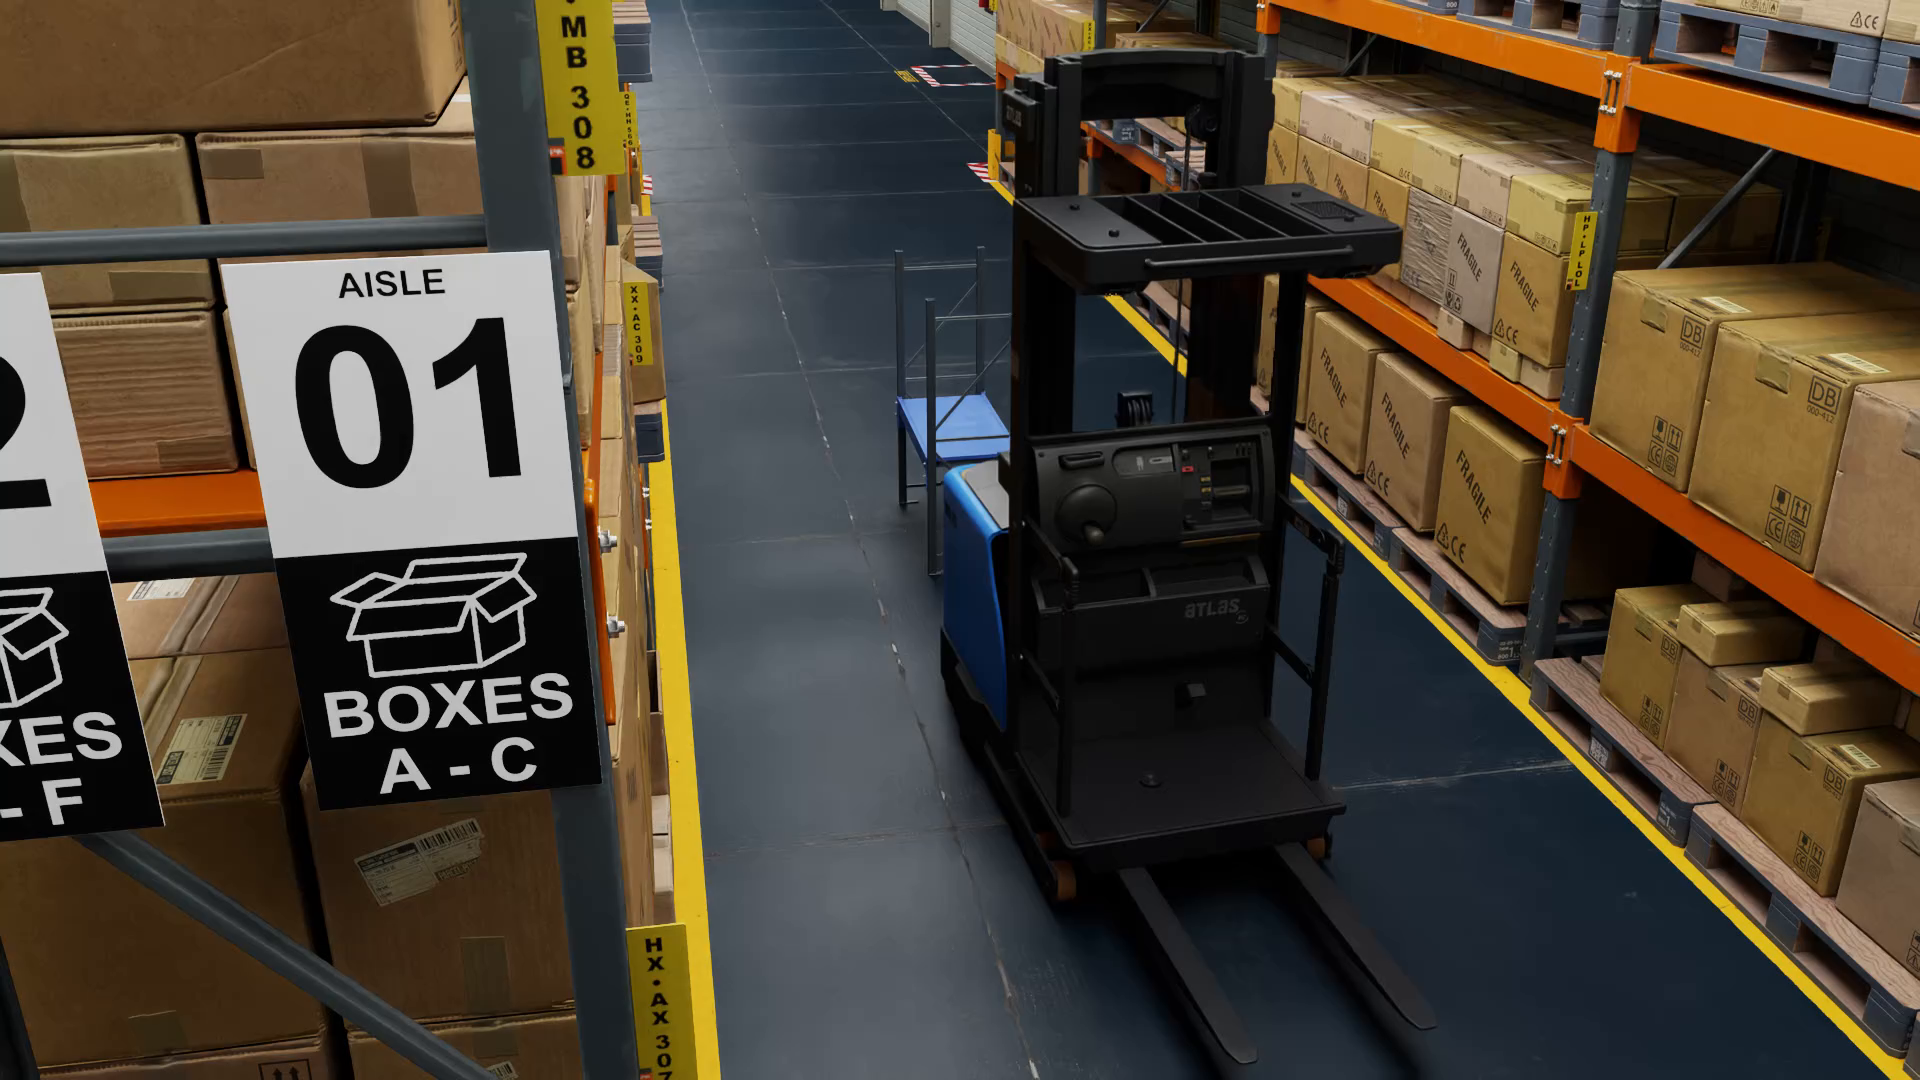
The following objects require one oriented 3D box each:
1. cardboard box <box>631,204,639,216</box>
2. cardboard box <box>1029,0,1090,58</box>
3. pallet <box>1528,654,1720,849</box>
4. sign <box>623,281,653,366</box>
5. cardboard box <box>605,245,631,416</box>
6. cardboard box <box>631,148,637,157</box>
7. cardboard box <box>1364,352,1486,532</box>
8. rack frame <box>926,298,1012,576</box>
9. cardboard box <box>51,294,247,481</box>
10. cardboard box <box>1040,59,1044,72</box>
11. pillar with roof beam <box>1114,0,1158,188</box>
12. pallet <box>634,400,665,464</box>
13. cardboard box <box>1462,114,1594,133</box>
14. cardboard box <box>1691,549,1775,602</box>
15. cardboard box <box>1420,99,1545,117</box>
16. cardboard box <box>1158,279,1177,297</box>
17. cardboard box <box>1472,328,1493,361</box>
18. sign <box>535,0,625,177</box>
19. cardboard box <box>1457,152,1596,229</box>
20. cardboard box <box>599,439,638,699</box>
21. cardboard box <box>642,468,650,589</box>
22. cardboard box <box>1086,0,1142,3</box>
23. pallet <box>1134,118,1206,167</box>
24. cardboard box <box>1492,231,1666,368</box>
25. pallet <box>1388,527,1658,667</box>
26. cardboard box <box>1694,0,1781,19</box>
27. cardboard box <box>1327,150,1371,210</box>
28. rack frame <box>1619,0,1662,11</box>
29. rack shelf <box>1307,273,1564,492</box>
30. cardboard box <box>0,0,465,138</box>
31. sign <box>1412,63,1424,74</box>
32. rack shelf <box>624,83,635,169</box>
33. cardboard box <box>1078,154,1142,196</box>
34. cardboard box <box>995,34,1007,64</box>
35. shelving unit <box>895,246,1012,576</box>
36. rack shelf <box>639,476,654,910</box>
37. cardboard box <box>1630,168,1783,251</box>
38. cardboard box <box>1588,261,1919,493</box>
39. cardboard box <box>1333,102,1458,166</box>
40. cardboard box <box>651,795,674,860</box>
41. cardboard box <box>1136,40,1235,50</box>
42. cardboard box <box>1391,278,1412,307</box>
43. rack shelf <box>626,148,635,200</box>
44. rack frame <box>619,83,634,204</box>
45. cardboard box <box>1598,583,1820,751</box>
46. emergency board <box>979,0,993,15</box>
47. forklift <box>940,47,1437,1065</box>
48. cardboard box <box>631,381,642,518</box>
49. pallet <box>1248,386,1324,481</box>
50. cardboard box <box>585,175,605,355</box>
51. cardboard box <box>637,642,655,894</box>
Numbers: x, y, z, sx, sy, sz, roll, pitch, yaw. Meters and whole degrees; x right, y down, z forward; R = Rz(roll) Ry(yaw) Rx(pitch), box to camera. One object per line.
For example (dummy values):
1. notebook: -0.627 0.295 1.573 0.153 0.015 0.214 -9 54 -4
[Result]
1. cardboard box: -2.878 -2.577 13.612 0.500 0.311 0.500 -4 24 -10
2. cardboard box: 0.964 -4.940 16.038 0.500 0.500 0.500 -4 24 -8
3. pallet: 3.176 0.836 7.072 1.003 0.211 1.213 -4 24 -10
4. sign: -1.224 -0.818 6.295 0.100 0.325 0.005 -4 24 -10
5. cardboard box: -1.408 -0.703 5.737 0.500 0.500 0.500 -4 24 -9
6. cardboard box: -3.113 -3.203 14.810 0.500 0.500 0.500 -4 24 -10
7. cardboard box: 2.697 -0.549 8.921 0.750 0.750 0.750 -4 24 -8
8. rack frame: 0.078 -0.521 8.569 0.500 1.500 0.032 -4 24 -10
9. cardboard box: -1.370 -0.294 2.614 0.500 0.250 0.500 -4 24 -10
10. cardboard box: 1.055 -4.391 15.718 0.500 0.250 0.500 -4 24 -10
11. pillar with roof beam: -2.358 -7.686 15.605 9.100 9.000 0.400 -4 24 -10
12. pallet: -1.796 -0.613 7.146 1.003 0.211 1.213 -4 24 -10
13. cardboard box: 2.990 -2.089 8.828 0.500 0.250 0.500 -5 24 -11
14. cardboard box: 3.318 0.139 6.971 0.380 0.149 0.250 -4 24 -10
15. cardboard box: 2.895 -2.290 9.286 0.500 0.250 0.500 -5 24 -11
16. cardboard box: 1.984 -2.258 13.246 0.700 0.500 0.500 -4 24 -9
17. cardboard box: 2.698 -0.955 7.979 0.380 0.149 0.250 -4 24 -8
18. sign: -0.483 -0.621 2.083 0.100 0.325 0.005 -4 24 -10
19. cardboard box: 2.689 -1.648 7.817 0.500 0.250 0.500 -4 24 -9
20. cardboard box: -1.031 0.095 3.912 0.500 0.500 0.500 -4 24 -9
21. cardboard box: -1.800 -0.049 8.188 0.500 0.500 0.500 -4 24 -9
22. cardboard box: 1.465 -4.981 16.133 0.500 0.500 0.500 -4 24 -9
23. pallet: 1.966 -3.008 12.628 1.003 0.211 1.213 -4 24 -10
24. cardboard box: 2.779 -1.101 7.501 0.500 0.500 0.500 -5 24 -11
25. pallet: 2.895 0.233 8.452 1.003 0.211 1.213 -4 24 -10
26. cardboard box: 2.981 -1.999 5.870 0.500 0.250 0.500 -4 24 -10
27. cardboard box: 2.389 -1.899 9.329 0.500 0.500 0.500 -4 24 -10
28. rack frame: 3.112 -3.496 6.011 1.000 3.000 0.127 -4 24 -10
29. rack shelf: 2.742 -1.204 9.157 1.077 0.370 4.000 -4 24 -10
30. cardboard box: -1.127 -0.885 2.406 0.700 0.500 0.500 -4 24 -10
31. sign: 2.917 -2.893 10.679 0.100 0.325 0.005 -4 24 -10
32. rack shelf: -3.605 -3.982 15.519 1.077 0.370 4.000 -4 24 -10
33. cardboard box: 1.401 -3.355 15.757 0.500 0.500 0.500 -6 24 -14
34. cardboard box: 0.671 -5.192 17.552 0.500 0.250 0.500 -5 24 -11
35. shelving unit: -0.016 -0.721 9.027 0.538 1.500 1.048 -4 24 -10
36. rack shelf: -1.386 0.738 4.712 1.077 0.370 4.000 -4 24 -10
37. cardboard box: 3.283 -1.482 7.436 0.500 0.250 0.500 -4 24 -8
38. cardboard box: 3.196 -0.669 6.660 0.980 0.700 0.700 -4 24 -9
39. cardboard box: 2.399 -2.250 9.194 0.500 0.250 0.500 -4 24 -9
40. cardboard box: -1.243 1.073 6.059 0.380 0.149 0.250 -4 24 -10
41. cardboard box: 1.789 -3.718 13.340 0.700 0.500 0.500 -2 24 -4
42. cardboard box: 2.541 -1.361 8.907 0.380 0.149 0.250 -4 24 -8
43. rack shelf: -2.865 -2.409 11.917 1.077 0.370 4.000 -4 24 -10
44. rack frame: -3.235 -3.525 13.574 1.000 3.000 0.127 -4 24 -10
45. cardboard box: 3.149 0.508 6.937 0.700 0.500 0.500 -4 24 -9
46. emergency board: 0.343 -8.590 25.171 0.194 1.169 0.643 -4 24 -10
47. forklift: 0.784 -0.167 5.970 1.130 2.935 3.031 -6 24 -14
48. cardboard box: -1.411 -0.247 5.942 0.500 0.500 0.500 -4 24 -9
49. pallet: 2.444 -0.726 10.649 1.003 0.211 1.213 -4 24 -10
50. cardboard box: -0.941 -0.530 3.154 0.500 0.250 0.500 -4 24 -10
51. cardboard box: -1.030 0.555 4.107 0.500 0.500 0.500 -4 24 -10
